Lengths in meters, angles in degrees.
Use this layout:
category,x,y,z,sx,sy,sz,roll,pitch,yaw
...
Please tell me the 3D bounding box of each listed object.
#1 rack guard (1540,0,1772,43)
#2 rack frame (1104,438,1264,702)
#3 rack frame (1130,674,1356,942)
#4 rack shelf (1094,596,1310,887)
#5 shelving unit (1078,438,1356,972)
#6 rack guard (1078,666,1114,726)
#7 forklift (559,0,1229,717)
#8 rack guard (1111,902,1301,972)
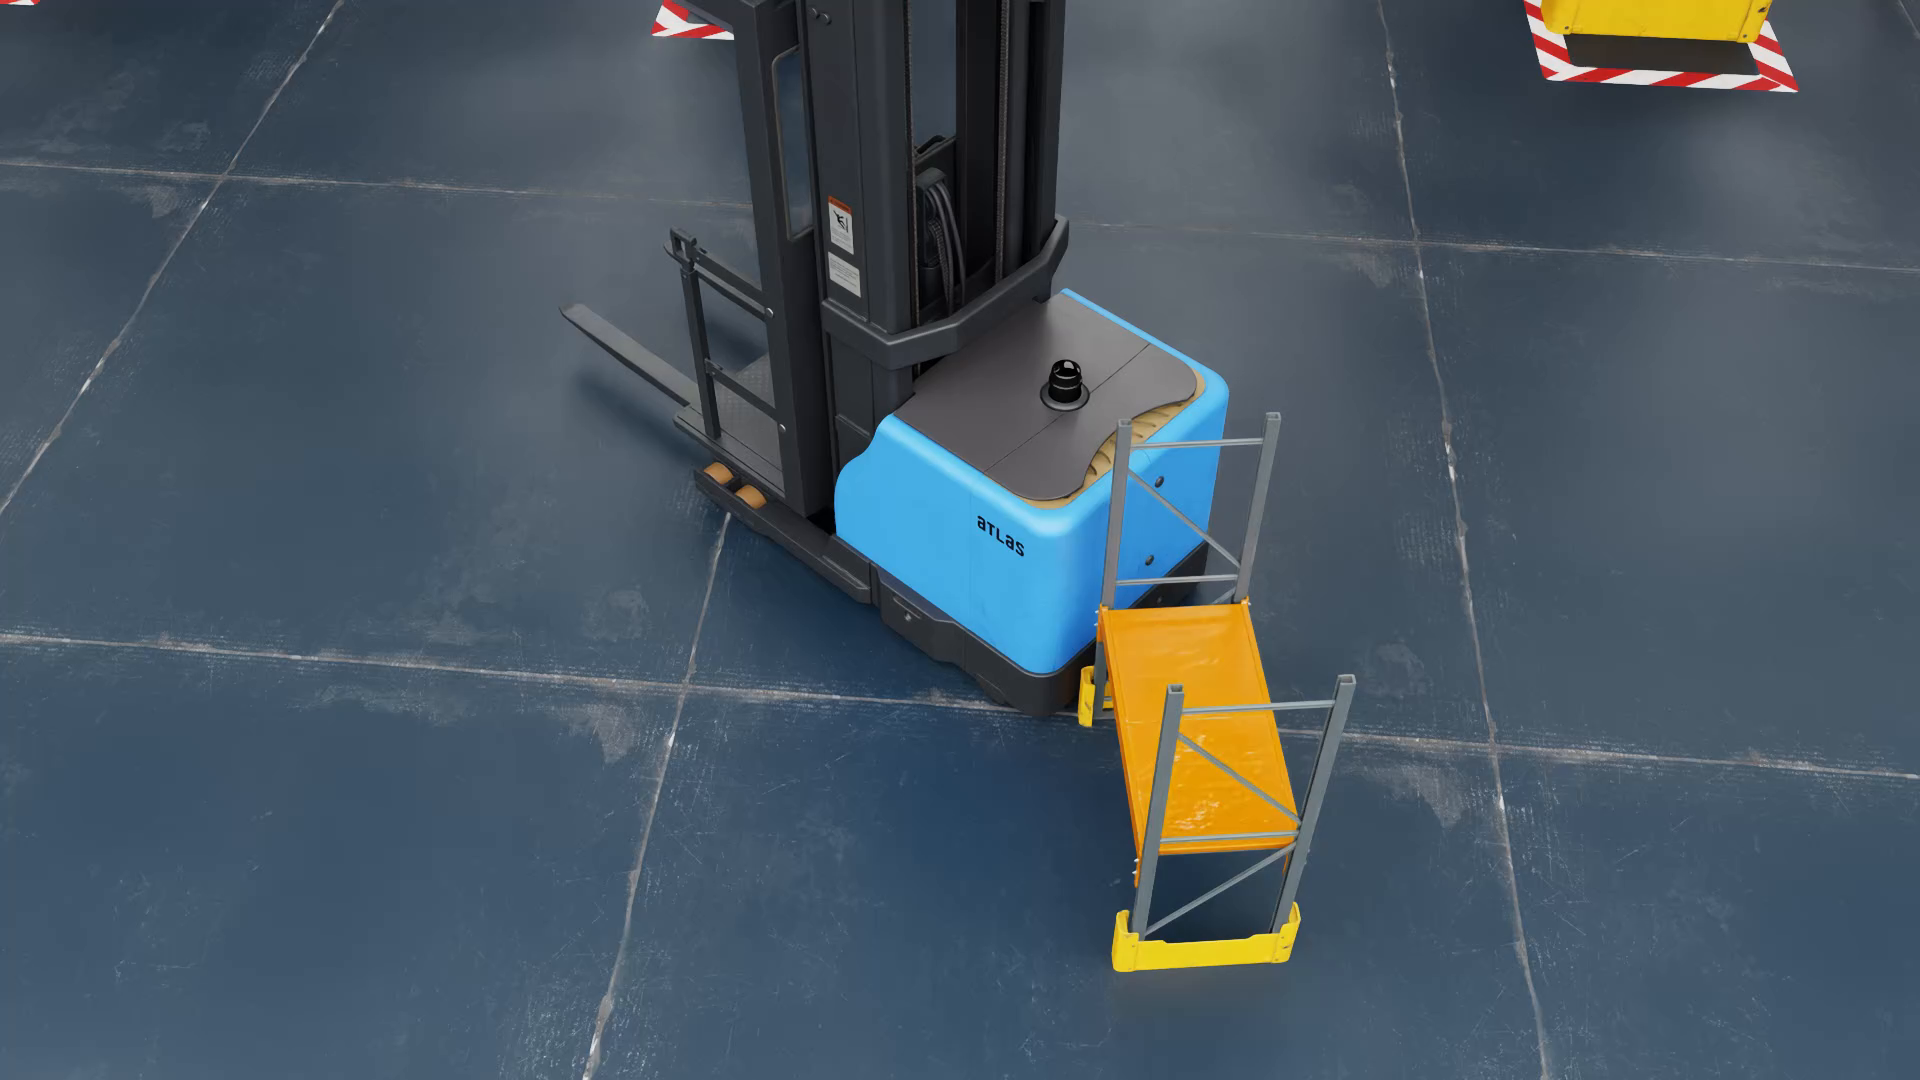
category,x,y,z,sx,sy,sz,roll,pitch,yaw
rack guard,3.916,-3.118,9.289,1.175,0.500,0.348,4,48,4
rack frame,0.734,0.138,5.634,0.475,1.308,0.013,-3,48,-3
rack frame,0.798,0.886,4.949,0.500,1.500,0.032,-3,48,-3
rack shelf,0.765,0.633,5.424,0.538,0.185,1.000,-3,48,-3
shelving unit,0.765,0.505,5.297,0.587,1.500,1.083,-3,48,-3
rack guard,0.732,0.560,6.094,0.587,0.250,0.087,-3,48,-3
forklift,-0.458,-1.302,5.981,3.031,2.935,1.130,34,56,27
rack guard,0.797,1.294,5.423,0.587,0.250,0.087,-3,48,-3
